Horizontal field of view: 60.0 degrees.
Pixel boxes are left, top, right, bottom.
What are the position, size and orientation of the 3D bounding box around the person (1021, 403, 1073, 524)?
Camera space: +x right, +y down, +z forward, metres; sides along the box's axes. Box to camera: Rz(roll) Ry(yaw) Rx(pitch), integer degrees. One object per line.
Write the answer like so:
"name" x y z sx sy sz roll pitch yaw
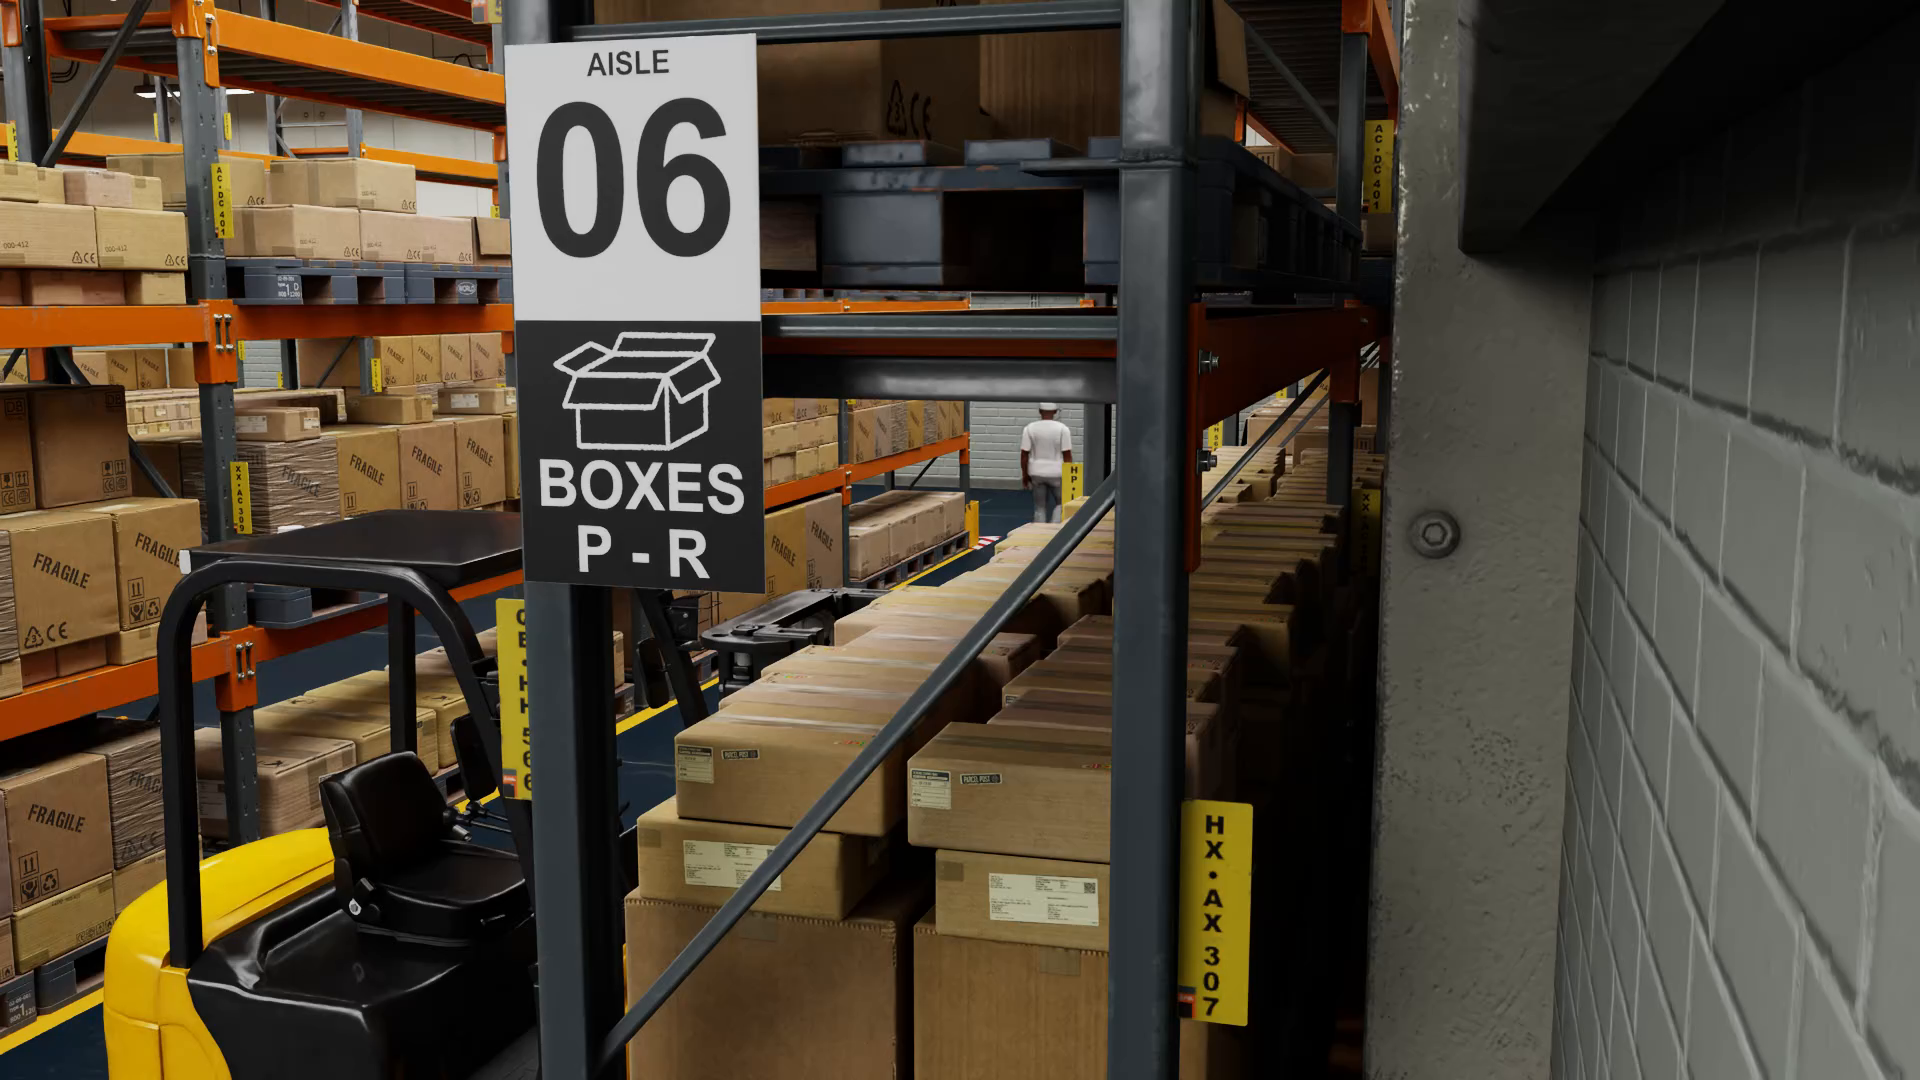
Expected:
"person" 0.977 -0.720 18.337 0.593 1.756 0.470 2 8 11
